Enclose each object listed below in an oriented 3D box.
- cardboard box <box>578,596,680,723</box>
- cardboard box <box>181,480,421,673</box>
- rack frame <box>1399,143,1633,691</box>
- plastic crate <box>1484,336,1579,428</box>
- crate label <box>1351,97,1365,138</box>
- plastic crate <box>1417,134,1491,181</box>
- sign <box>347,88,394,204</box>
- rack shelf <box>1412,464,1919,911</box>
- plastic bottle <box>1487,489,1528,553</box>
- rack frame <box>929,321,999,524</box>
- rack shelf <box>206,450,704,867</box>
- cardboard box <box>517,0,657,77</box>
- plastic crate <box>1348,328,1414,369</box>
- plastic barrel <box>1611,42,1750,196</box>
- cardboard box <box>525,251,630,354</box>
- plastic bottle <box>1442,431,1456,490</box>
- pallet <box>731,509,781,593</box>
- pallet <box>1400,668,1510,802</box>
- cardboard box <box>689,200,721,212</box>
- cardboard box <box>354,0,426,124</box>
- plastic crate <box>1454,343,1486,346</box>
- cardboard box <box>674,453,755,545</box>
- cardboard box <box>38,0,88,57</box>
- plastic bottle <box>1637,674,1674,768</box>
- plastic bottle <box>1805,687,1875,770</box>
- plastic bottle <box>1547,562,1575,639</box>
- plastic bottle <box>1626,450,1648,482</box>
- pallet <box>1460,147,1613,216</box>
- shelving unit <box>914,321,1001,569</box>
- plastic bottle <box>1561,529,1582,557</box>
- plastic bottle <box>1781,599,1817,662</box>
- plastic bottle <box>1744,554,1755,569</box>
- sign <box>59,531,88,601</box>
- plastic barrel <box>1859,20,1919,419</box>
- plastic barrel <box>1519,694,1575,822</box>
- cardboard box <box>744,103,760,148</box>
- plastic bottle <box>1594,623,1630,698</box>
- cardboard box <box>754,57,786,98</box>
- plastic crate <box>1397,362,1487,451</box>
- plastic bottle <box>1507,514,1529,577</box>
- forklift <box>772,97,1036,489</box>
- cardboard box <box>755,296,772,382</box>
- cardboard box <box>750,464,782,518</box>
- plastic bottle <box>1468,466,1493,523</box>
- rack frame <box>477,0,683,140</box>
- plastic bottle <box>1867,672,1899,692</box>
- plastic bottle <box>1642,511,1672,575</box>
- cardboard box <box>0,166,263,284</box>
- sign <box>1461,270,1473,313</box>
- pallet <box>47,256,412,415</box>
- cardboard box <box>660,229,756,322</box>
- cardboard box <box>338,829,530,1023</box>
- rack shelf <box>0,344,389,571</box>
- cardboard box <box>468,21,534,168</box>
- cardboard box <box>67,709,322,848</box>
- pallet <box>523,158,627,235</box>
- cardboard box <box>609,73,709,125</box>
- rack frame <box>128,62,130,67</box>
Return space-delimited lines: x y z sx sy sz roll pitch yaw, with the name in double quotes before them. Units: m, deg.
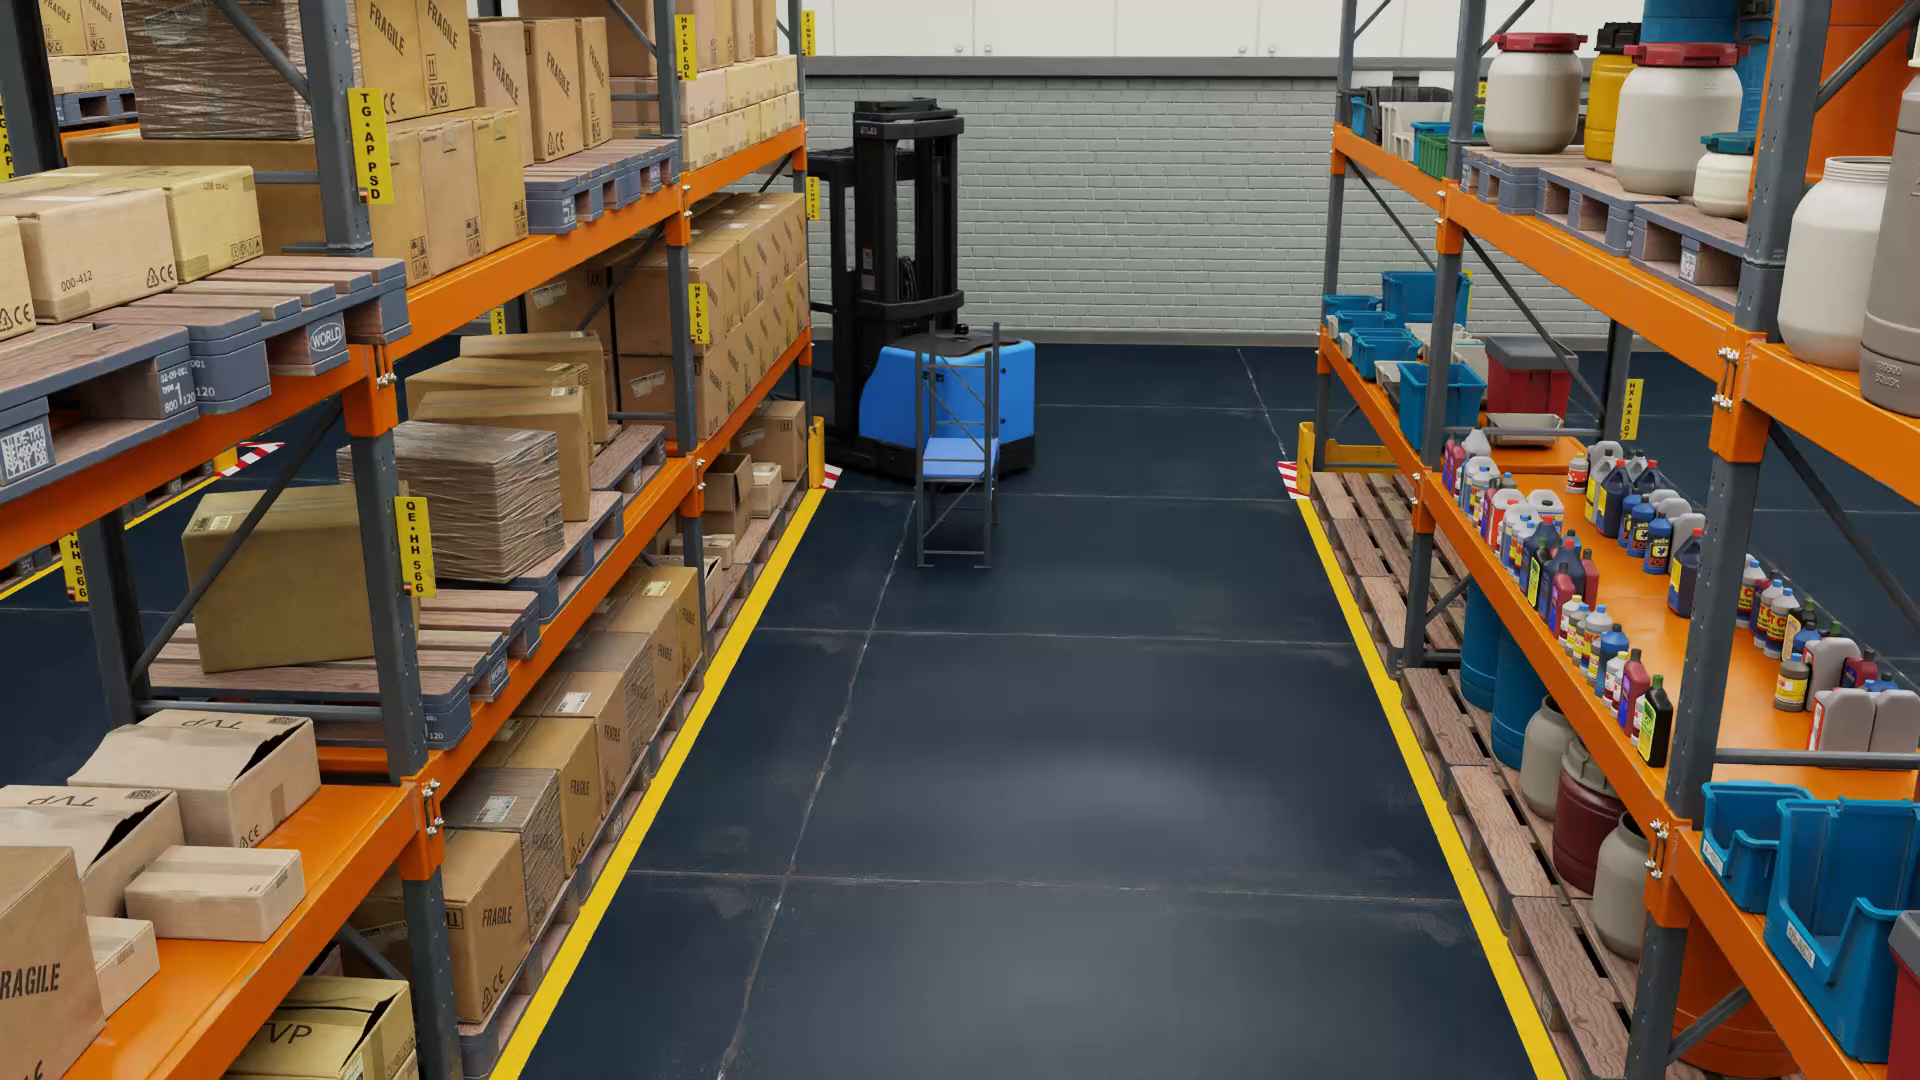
"cardboard box" -1.755 0.612 8.547 0.500 0.500 0.500 1 18 4
"cardboard box" -2.315 0.117 5.914 0.700 0.500 0.500 -5 19 -15
"rack frame" 2.979 -0.569 8.841 1.000 3.000 0.127 1 18 4
"plastic crate" 3.293 -0.899 9.651 0.402 0.464 0.583 1 18 4
"crate label" 2.877 -2.886 11.336 0.408 0.251 0.502 1 18 4
"plastic crate" 2.708 -2.032 8.829 0.450 0.188 0.662 1 18 4
"sign" -1.695 -1.132 4.785 0.100 0.325 0.005 1 18 4
"rack shelf" 2.836 0.395 7.057 1.077 0.370 4.000 1 18 4
"plastic bottle" 2.499 -0.087 7.570 0.152 0.276 0.135 1 18 4
"rack frame" 0.030 -0.844 12.090 0.500 1.500 0.032 1 18 4
"rack shelf" -2.105 0.283 7.398 1.077 0.370 4.000 1 18 4
"cardboard box" -1.965 -2.780 9.007 0.700 0.500 0.500 1 18 4
"plastic crate" 2.825 -1.282 11.189 0.416 0.233 0.300 1 18 4
"plastic barrel" 2.669 -1.570 6.186 0.433 0.535 0.433 0 18 0
"cardboard box" -2.183 -1.366 9.507 0.500 0.500 0.500 1 18 4
"plastic bottle" 2.527 -0.409 8.540 0.061 0.283 0.133 1 18 4
"pallet" -1.826 0.052 11.426 1.003 0.211 1.213 1 18 4
"pallet" 2.882 0.995 8.546 1.003 0.211 1.213 1 18 4
"cardboard box" -1.999 -2.151 11.903 0.500 0.500 0.500 1 18 4
"cardboard box" -2.174 -1.680 5.649 0.500 0.500 0.500 1 18 4
"plastic crate" 3.374 -1.116 10.685 0.416 0.233 0.300 1 18 4
"cardboard box" -1.832 -0.287 11.283 0.797 0.503 0.637 1 18 4
"cardboard box" -6.443 -3.601 11.480 0.500 0.500 0.500 2 18 6
"plastic bottle" 2.296 0.594 5.480 0.061 0.283 0.133 1 18 4
"plastic bottle" 2.894 0.602 5.467 0.152 0.276 0.135 1 18 4
"plastic bottle" 2.378 0.239 6.563 0.061 0.283 0.133 1 18 4
"plastic bottle" 3.239 -0.252 7.955 0.144 0.351 0.185 1 18 4
"pallet" 3.020 -1.659 7.653 1.213 0.211 1.003 1 18 4
"shelving unit" -0.006 -0.686 11.609 0.538 1.500 1.048 1 18 4
"plastic bottle" 2.577 0.087 7.048 0.097 0.271 0.097 0 18 0
"plastic bottle" 3.150 0.346 6.237 0.061 0.283 0.133 1 18 4
"plastic bottle" 3.145 0.175 6.771 0.152 0.276 0.135 1 18 4
"sign" -2.790 0.040 5.250 0.100 0.325 0.005 1 18 4
"plastic barrel" 2.417 -0.740 3.741 0.600 0.901 0.600 0 18 0
"plastic barrel" 2.743 0.976 7.448 0.421 0.512 0.421 0 18 0
"cardboard box" -1.570 -2.646 10.604 0.500 0.250 0.500 1 18 4
"plastic bottle" 2.353 0.432 5.993 0.097 0.271 0.097 0 18 0
"cardboard box" -1.493 -3.194 11.473 0.500 0.250 0.500 1 18 4
"plastic crate" 2.672 -0.742 9.300 0.392 0.384 0.575 1 18 4
"plastic bottle" 2.447 0.023 7.243 0.097 0.271 0.097 0 18 0
"forklift" -0.817 -2.162 13.813 3.031 2.935 1.130 16 24 39
"cardboard box" -1.546 -1.352 11.072 0.500 0.500 0.500 1 18 3
"cardboard box" -1.566 -0.356 11.902 0.500 0.250 0.500 1 18 4
"plastic bottle" 2.504 -0.223 7.993 0.097 0.271 0.097 0 18 0
"rack frame" -1.961 -3.531 8.248 1.000 3.000 0.127 1 18 4
"plastic bottle" 3.081 0.572 5.566 0.097 0.271 0.097 0 18 0
"plastic bottle" 3.059 0.009 7.284 0.097 0.271 0.097 0 18 0
"cardboard box" -2.224 -0.849 4.447 0.500 0.250 0.500 0 18 0
"sign" 3.816 -1.881 12.585 0.100 0.325 0.005 1 18 4
"pallet" -2.208 -0.561 4.303 1.213 0.211 1.003 2 18 6
"cardboard box" -1.573 -1.663 10.414 0.500 0.500 0.500 1 18 2
"cardboard box" -1.930 1.406 6.123 0.500 0.500 0.500 2 18 6
"rack shelf" -2.391 0.100 3.140 1.077 0.370 4.000 1 18 4
"cardboard box" -2.164 -1.831 6.881 0.600 0.600 0.600 1 18 2
"cardboard box" -2.318 0.716 5.063 0.500 0.311 0.500 2 18 7
"pallet" -2.149 -1.493 7.147 1.213 0.211 1.003 1 18 4
"cardboard box" -1.679 -2.417 9.104 0.500 0.250 0.500 1 18 4
"rack frame" -6.616 -4.883 12.373 1.000 3.000 0.127 1 18 4
